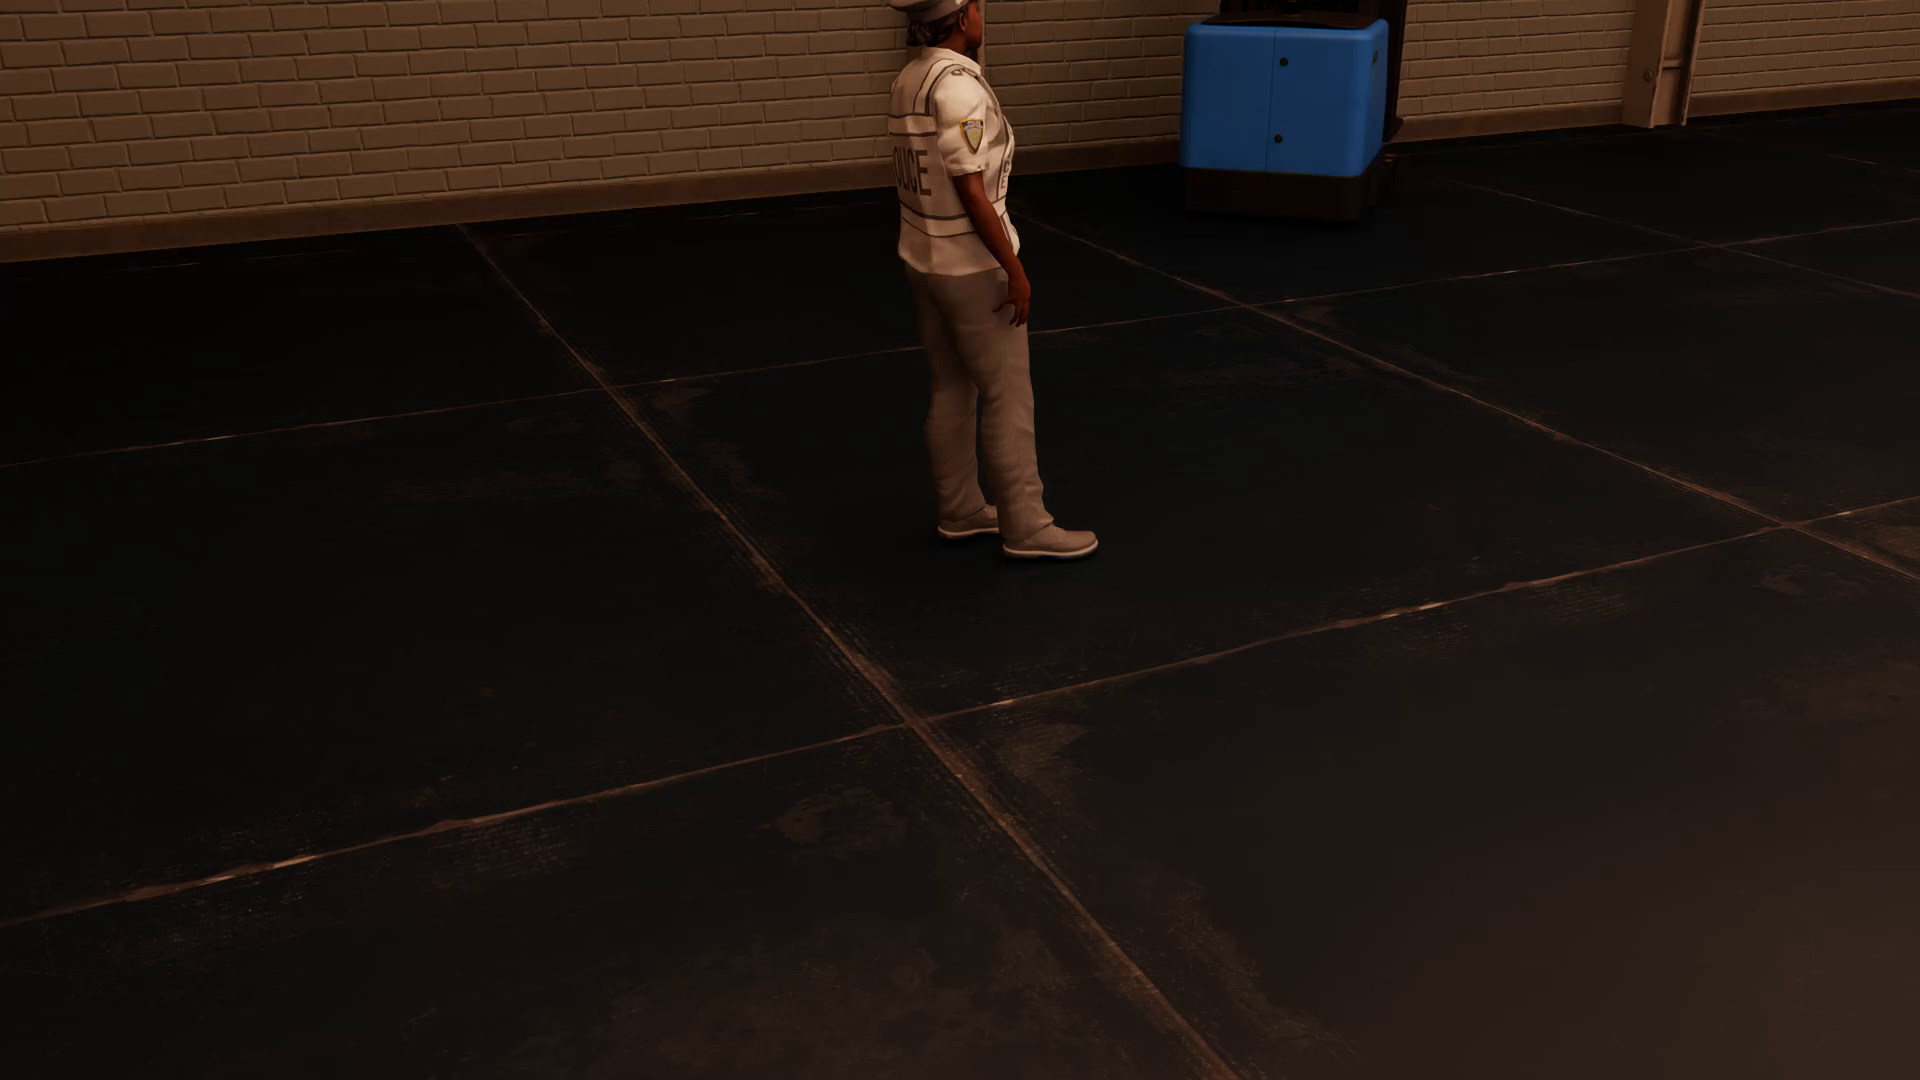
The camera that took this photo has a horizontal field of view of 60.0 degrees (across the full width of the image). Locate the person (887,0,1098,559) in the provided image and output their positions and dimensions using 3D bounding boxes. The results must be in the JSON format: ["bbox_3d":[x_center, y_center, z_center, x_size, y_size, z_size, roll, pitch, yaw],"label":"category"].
[{"bbox_3d":[0.076,-0.793,4.792,0.530,1.692,0.569,-10,25,-23],"label":"person"}]

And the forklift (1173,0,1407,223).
[{"bbox_3d":[2.189,-3.641,10.050,1.130,2.935,3.031,8,24,18],"label":"forklift"}]
